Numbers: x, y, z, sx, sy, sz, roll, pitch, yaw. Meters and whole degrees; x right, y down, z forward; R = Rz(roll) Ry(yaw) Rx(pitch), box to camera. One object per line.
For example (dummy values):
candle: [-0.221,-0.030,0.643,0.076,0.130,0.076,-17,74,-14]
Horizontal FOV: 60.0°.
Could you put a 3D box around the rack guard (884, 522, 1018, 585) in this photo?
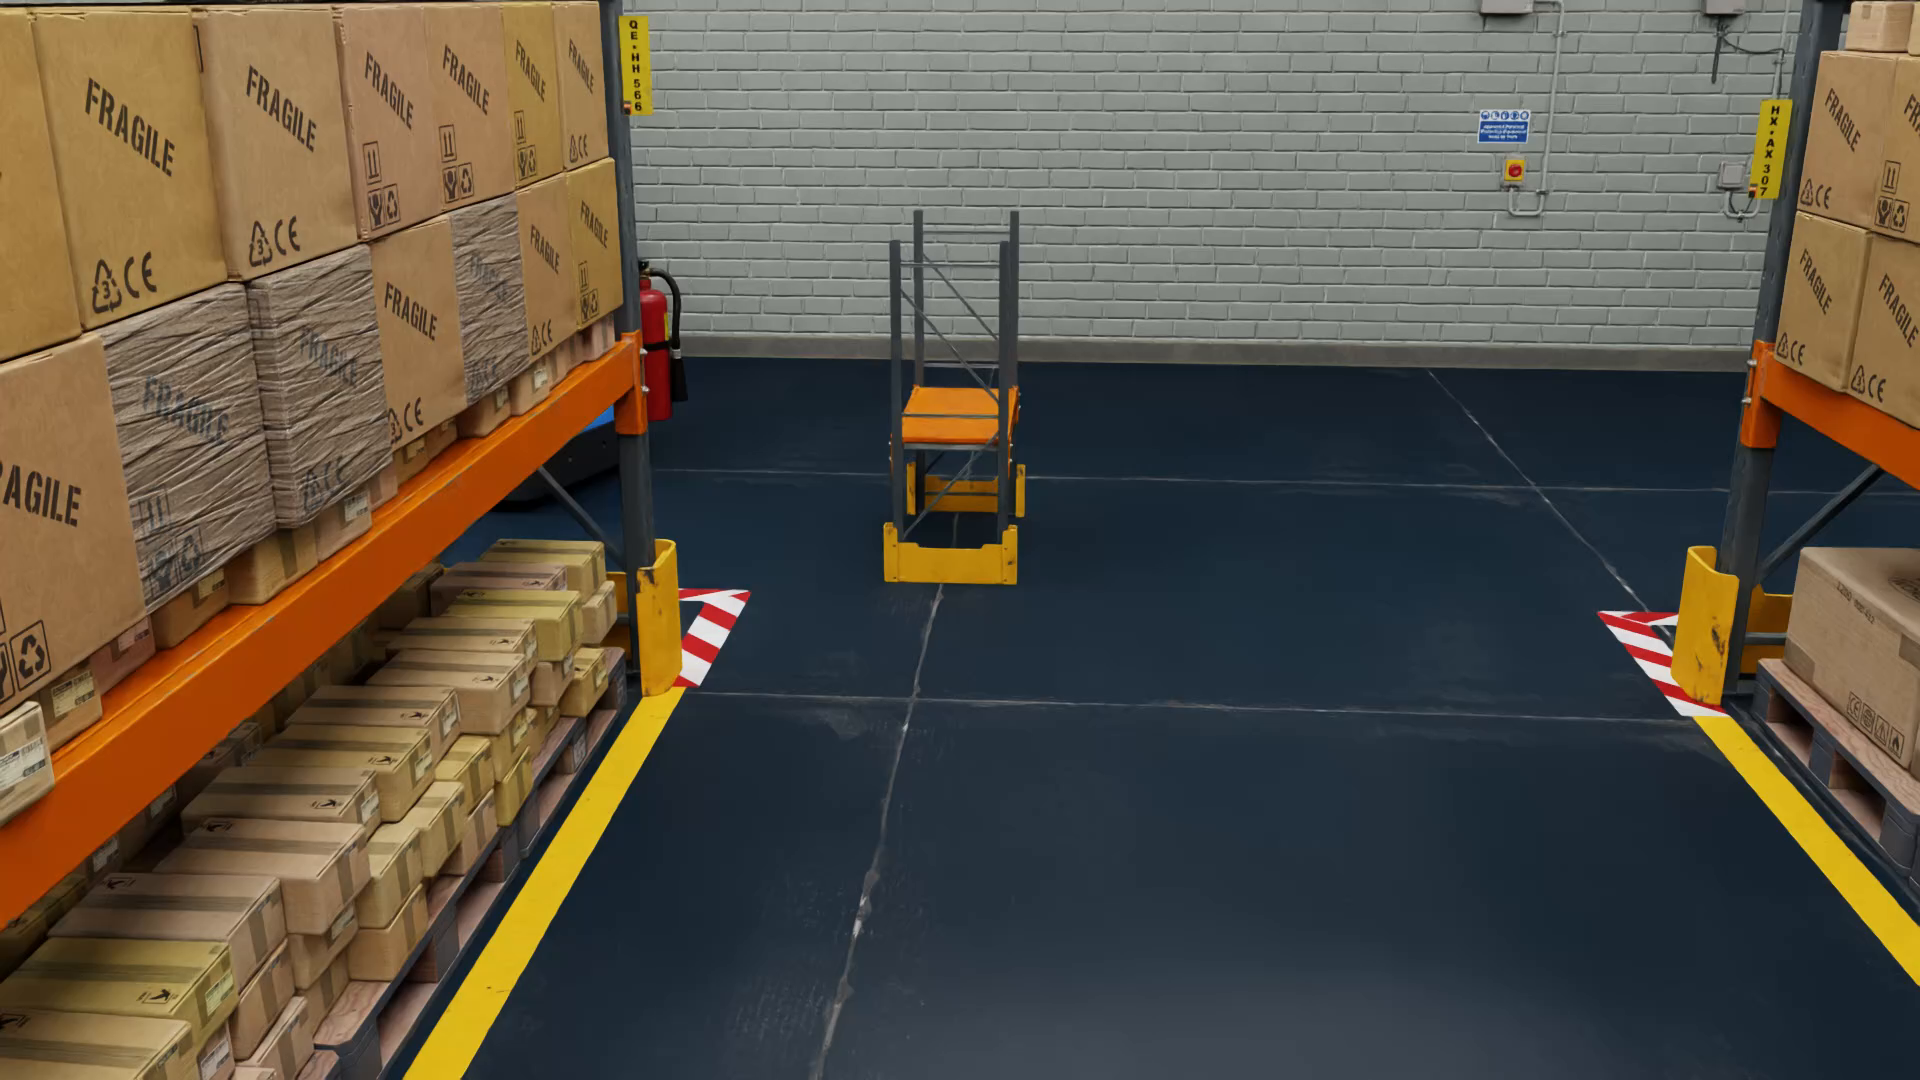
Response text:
rack guard: [-0.041,0.060,7.340,0.587,0.250,0.087,1,18,4]

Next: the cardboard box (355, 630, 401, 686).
cardboard box: [-1.956,0.398,5.318,0.380,0.149,0.250,2,18,5]

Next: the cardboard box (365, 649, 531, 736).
cardboard box: [-1.455,0.431,4.738,0.380,0.149,0.250,2,18,6]

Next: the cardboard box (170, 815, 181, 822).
cardboard box: [-2.014,0.728,4.309,0.380,0.149,0.250,2,18,7]

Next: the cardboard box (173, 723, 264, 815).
cardboard box: [-2.030,0.582,4.278,0.380,0.149,0.250,1,18,4]

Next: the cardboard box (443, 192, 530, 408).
cardboard box: [-1.501,-0.661,4.484,0.500,0.500,0.500,1,18,4]

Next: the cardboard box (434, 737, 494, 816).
cardboard box: [-1.507,0.651,4.545,0.380,0.149,0.250,2,18,7]

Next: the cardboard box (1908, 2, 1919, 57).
cardboard box: [2.905,-1.421,4.636,0.380,0.149,0.250,2,18,6]

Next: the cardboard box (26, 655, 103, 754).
cardboard box: [-1.652,0.264,2.703,0.380,0.149,0.250,2,18,6]

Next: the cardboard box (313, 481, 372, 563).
cardboard box: [-1.551,-0.064,3.704,0.380,0.149,0.250,2,18,6]

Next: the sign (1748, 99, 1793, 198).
sign: [2.735,-1.319,5.614,0.100,0.325,0.005,1,18,4]

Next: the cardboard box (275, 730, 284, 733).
cardboard box: [-2.006,0.560,4.824,0.380,0.149,0.250,0,18,1]

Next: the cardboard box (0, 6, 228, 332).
cardboard box: [-1.646,-0.653,2.853,0.500,0.500,0.500,1,18,2]

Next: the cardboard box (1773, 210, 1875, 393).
cardboard box: [2.967,-0.761,5.266,0.500,0.500,0.500,1,18,3]

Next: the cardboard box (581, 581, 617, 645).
cardboard box: [-1.410,0.249,5.771,0.380,0.149,0.250,1,18,2]

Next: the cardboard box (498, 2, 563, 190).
cardboard box: [-1.478,-1.294,4.810,0.500,0.500,0.500,1,18,2]

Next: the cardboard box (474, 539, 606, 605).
cardboard box: [-1.442,0.108,5.726,0.380,0.149,0.250,1,18,5]

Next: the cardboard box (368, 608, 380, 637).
cardboard box: [-2.079,0.256,5.272,0.380,0.149,0.250,1,18,4]

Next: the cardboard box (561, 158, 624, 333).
cardboard box: [-1.432,-0.978,5.454,0.500,0.500,0.500,2,18,5]

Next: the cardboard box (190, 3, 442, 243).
cardboard box: [-1.541,-0.968,3.815,0.500,0.500,0.500,1,18,2]

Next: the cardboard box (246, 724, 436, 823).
cardboard box: [-1.575,0.593,4.245,0.380,0.149,0.250,1,18,4]

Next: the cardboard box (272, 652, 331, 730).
cardboard box: [-2.043,0.421,4.769,0.380,0.149,0.250,2,18,6]

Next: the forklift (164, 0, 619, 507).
forklift: [-3.329,-1.844,8.843,3.031,2.935,1.130,8,20,22]

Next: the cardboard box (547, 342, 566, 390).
cardboard box: [-1.456,-0.553,5.198,0.380,0.149,0.250,1,18,3]

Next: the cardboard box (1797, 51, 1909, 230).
cardboard box: [2.969,-1.236,5.111,0.500,0.500,0.500,1,18,3]

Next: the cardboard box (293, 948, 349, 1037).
cardboard box: [-1.659,1.031,3.862,0.380,0.149,0.250,1,18,2]

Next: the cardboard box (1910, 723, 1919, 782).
cardboard box: [3.283,0.654,4.551,0.875,0.438,0.875,2,18,5]

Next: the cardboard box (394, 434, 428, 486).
cardboard box: [-1.581,-0.227,4.202,0.380,0.149,0.250,2,18,5]

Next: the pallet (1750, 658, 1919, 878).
pallet: [3.309,0.719,5.388,1.003,0.211,1.213,1,18,4]

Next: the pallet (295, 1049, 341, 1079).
pallet: [-1.931,1.423,3.241,1.003,0.211,1.213,1,18,4]

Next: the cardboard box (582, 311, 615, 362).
cardboard box: [-1.398,-0.708,5.670,0.380,0.149,0.250,1,18,4]

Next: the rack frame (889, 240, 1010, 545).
rack frame: [-0.043,-0.528,7.127,0.500,1.500,0.032,1,18,4]

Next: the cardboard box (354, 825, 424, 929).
cardboard box: [-1.541,0.813,4.050,0.380,0.149,0.250,1,18,3]

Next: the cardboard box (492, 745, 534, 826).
cardboard box: [-1.469,0.708,4.848,0.380,0.149,0.250,0,18,1]

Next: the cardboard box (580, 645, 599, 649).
cardboard box: [-1.486,0.388,5.824,0.380,0.149,0.250,2,18,5]

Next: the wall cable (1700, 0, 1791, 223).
wall cable: [5.084,-3.062,10.820,0.588,1.984,0.122,1,18,4]

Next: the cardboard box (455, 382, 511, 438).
cardboard box: [-1.500,-0.392,4.707,0.380,0.149,0.250,0,18,1]

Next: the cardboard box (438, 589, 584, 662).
cardboard box: [-1.409,0.268,5.237,0.380,0.149,0.250,1,18,3]

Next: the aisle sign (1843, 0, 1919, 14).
aisle sign: [3.004,-2.120,5.401,0.394,0.787,0.004,1,18,4]

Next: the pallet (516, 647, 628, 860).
pallet: [-1.756,0.665,5.553,1.003,0.211,1.213,1,18,4]

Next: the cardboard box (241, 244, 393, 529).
cardboard box: [-1.556,-0.339,3.502,0.500,0.500,0.500,1,18,3]

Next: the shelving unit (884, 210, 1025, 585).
shelving unit: [-0.005,-0.689,7.617,0.587,1.500,1.083,1,18,4]

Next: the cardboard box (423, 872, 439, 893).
cardboard box: [-1.602,0.870,4.356,0.380,0.149,0.250,2,18,5]

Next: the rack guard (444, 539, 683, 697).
rack guard: [-1.662,0.277,6.276,1.175,0.500,0.348,1,18,4]

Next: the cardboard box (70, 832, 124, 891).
cardboard box: [-2.164,0.741,3.793,0.380,0.149,0.250,0,18,1]

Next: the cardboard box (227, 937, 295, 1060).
cardboard box: [-1.666,0.975,3.557,0.380,0.149,0.250,0,18,1]

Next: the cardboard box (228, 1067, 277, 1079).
cardboard box: [-1.612,1.196,3.361,0.380,0.149,0.250,1,18,4]

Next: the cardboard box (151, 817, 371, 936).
cardboard box: [-1.569,0.755,3.750,0.380,0.149,0.250,2,18,5]

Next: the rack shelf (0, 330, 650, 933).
rack shelf: [-1.800,0.028,4.175,1.077,0.370,4.000,1,18,4]

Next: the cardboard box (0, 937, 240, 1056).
cardboard box: [-1.664,0.914,3.266,0.380,0.149,0.250,1,18,3]

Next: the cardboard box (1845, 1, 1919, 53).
cardboard box: [2.986,-1.583,5.128,0.380,0.149,0.250,2,18,5]

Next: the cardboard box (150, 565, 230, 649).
cardboard box: [-1.660,0.096,3.216,0.380,0.149,0.250,0,18,1]

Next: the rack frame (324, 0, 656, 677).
rack frame: [-1.657,-0.935,5.959,1.000,3.000,0.127,1,18,4]

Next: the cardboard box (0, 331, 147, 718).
cardboard box: [-1.657,-0.030,2.558,0.500,0.500,0.500,1,18,3]

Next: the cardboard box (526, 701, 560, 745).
cardboard box: [-1.509,0.551,5.329,0.380,0.149,0.250,1,18,4]

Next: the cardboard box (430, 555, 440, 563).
cardboard box: [-2.033,0.093,5.771,0.380,0.149,0.250,0,18,1]

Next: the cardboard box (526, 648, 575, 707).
cardboard box: [-1.445,0.411,5.279,0.380,0.149,0.250,1,18,2]
